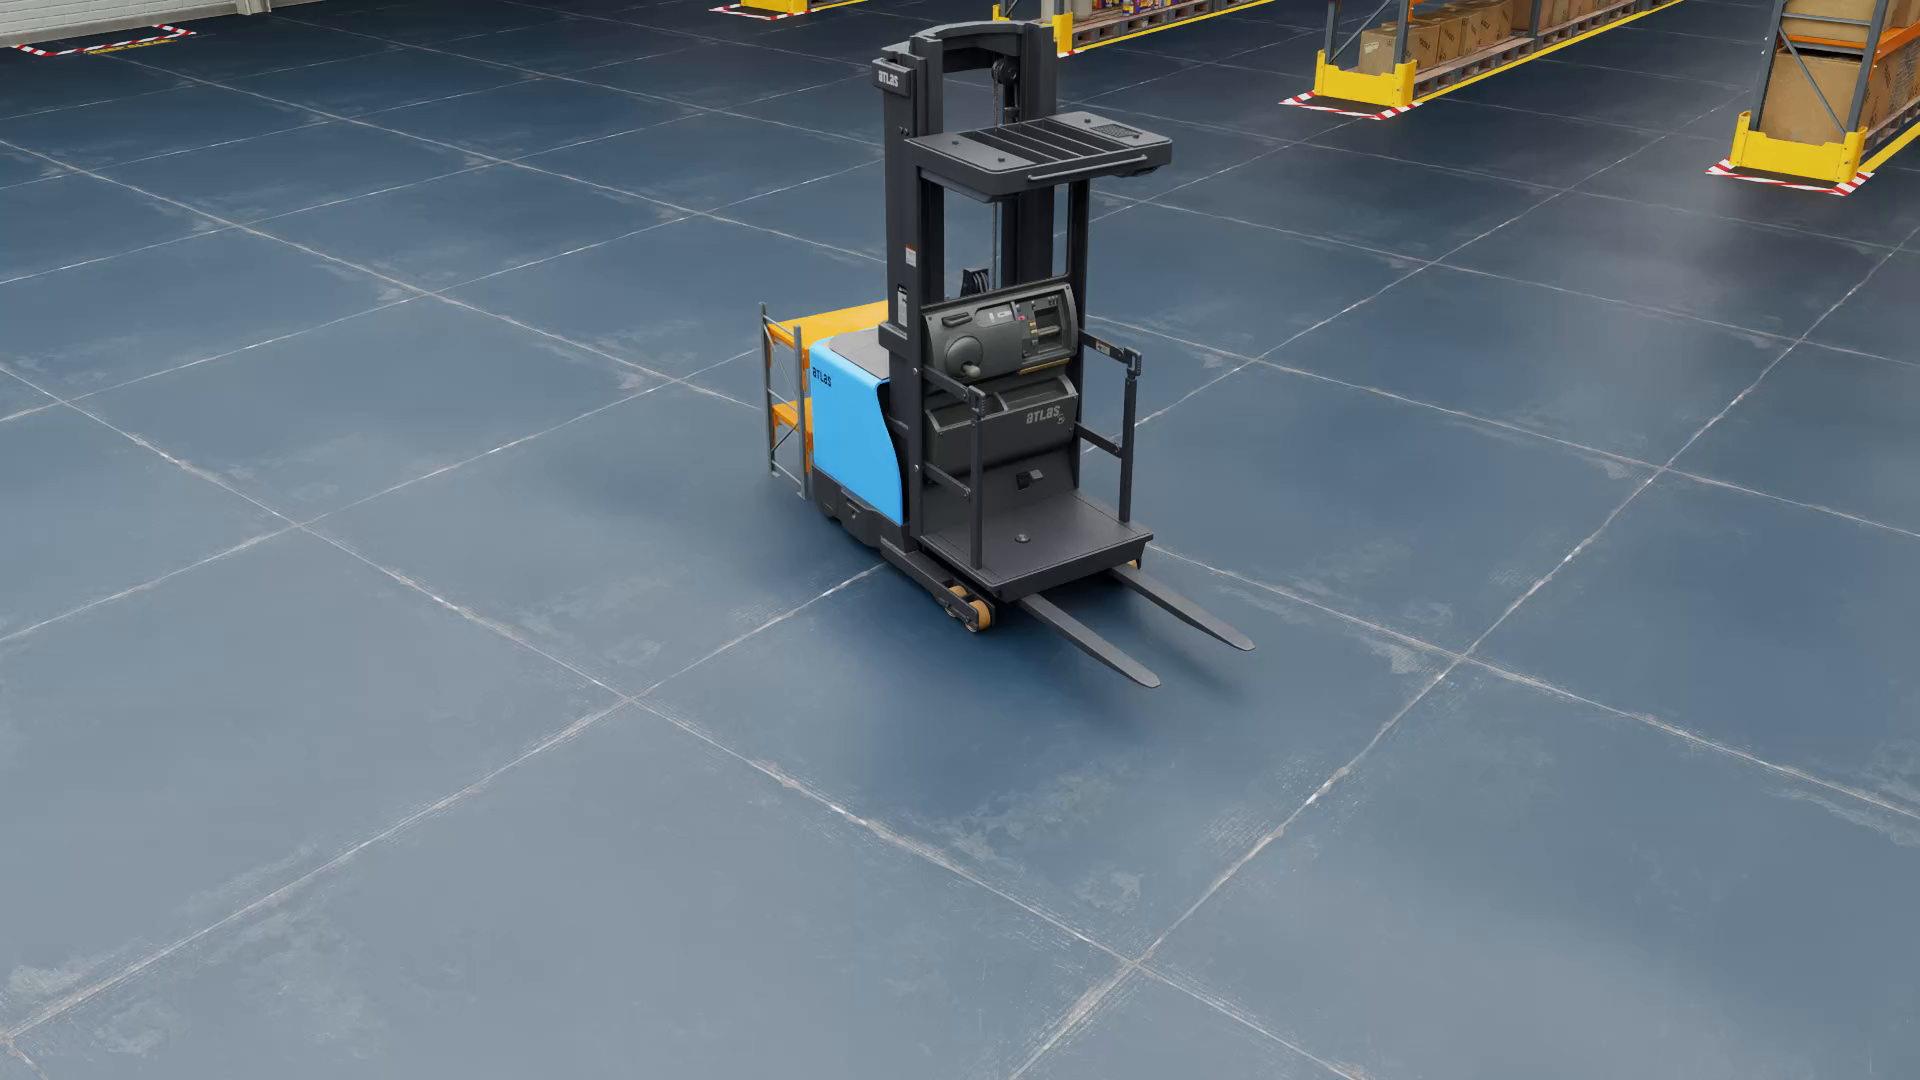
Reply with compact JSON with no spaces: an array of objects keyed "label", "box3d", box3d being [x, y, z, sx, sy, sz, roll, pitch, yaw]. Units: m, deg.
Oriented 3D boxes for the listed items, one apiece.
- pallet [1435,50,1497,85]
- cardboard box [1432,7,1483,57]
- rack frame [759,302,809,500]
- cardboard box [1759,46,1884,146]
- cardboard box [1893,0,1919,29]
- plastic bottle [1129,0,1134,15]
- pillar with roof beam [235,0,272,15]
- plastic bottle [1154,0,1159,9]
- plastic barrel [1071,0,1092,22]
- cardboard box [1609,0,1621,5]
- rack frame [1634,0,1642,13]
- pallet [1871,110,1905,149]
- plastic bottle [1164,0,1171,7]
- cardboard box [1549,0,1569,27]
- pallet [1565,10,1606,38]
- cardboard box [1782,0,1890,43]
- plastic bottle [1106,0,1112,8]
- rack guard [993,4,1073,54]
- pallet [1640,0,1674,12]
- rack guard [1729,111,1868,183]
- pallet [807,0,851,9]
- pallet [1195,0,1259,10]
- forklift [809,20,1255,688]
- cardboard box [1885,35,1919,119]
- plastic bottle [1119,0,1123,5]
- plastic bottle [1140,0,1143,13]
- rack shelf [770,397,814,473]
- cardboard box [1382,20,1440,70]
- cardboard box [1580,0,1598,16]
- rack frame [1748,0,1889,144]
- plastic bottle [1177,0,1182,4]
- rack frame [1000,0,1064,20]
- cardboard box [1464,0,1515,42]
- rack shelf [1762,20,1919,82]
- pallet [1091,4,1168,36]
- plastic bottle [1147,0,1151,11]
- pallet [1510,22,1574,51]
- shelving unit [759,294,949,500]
[{"label":"pallet","box3d":[6.165,-6.121,21.352,1.003,0.211,1.213,21,34,34]},{"label":"cardboard box","box3d":[6.363,-6.540,21.391,0.500,0.500,0.500,17,32,30]},{"label":"rack frame","box3d":[-1.075,-0.844,10.158,0.032,1.125,0.500,-16,31,-28]},{"label":"cardboard box","box3d":[8.940,-4.641,17.312,0.875,0.875,0.875,21,34,35]},{"label":"cardboard box","box3d":[9.547,-5.713,17.366,0.875,0.550,0.550,21,34,34]},{"label":"plastic bottle","box3d":[2.434,-7.612,23.767,0.097,0.201,0.097,0,27,0]},{"label":"pillar with roof beam","box3d":[-7.387,-10.747,20.731,9.100,9.000,0.400,21,34,34]},{"label":"plastic bottle","box3d":[2.844,-7.841,24.209,0.097,0.201,0.097,0,27,0]},{"label":"plastic barrel","box3d":[1.653,-7.586,23.401,0.421,0.512,0.421,0,27,0]},{"label":"cardboard box","box3d":[9.474,-8.302,24.775,0.700,0.500,0.500,19,33,32]},{"label":"rack frame","box3d":[9.885,-9.460,24.773,1.000,3.000,0.127,21,34,34]},{"label":"pallet","box3d":[9.784,-4.637,18.484,1.003,0.211,1.213,21,34,34]},{"label":"plastic bottle","box3d":[3.004,-8.013,24.380,0.144,0.351,0.185,21,34,34]},{"label":"cardboard box","box3d":[8.066,-7.502,23.229,0.700,0.500,0.500,21,34,34]},{"label":"pallet","box3d":[8.611,-7.515,24.046,1.003,0.211,1.213,21,34,34]},{"label":"cardboard box","box3d":[8.761,-5.350,16.664,0.875,0.550,0.550,21,34,34]},{"label":"plastic bottle","box3d":[2.182,-7.904,24.331,0.097,0.201,0.097,0,27,0]},{"label":"rack guard","box3d":[0.987,-7.002,22.741,1.175,0.500,0.348,21,34,34]},{"label":"pallet","box3d":[10.445,-8.479,25.911,1.003,0.211,1.213,21,34,34]},{"label":"rack guard","box3d":[8.544,-4.020,16.976,1.175,0.500,0.348,21,34,34]},{"label":"pallet","box3d":[-2.391,-8.565,26.077,1.003,0.211,1.213,21,34,34]},{"label":"pallet","box3d":[3.988,-8.541,26.030,1.003,0.211,1.213,21,34,34]},{"label":"forklift","box3d":[0.346,-1.064,8.617,1.130,2.935,3.031,-17,32,-30]},{"label":"cardboard box","box3d":[10.079,-5.276,18.540,0.875,0.875,0.875,21,34,35]},{"label":"plastic bottle","box3d":[2.425,-8.058,24.548,0.152,0.276,0.135,21,34,34]},{"label":"plastic bottle","box3d":[2.586,-7.728,23.915,0.097,0.271,0.097,0,27,0]},{"label":"rack shelf","box3d":[-0.645,-0.752,10.511,1.000,0.278,0.538,-16,31,-28]},{"label":"cardboard box","box3d":[5.560,-6.139,20.615,0.500,0.500,0.500,-18,32,-31]},{"label":"cardboard box","box3d":[8.776,-7.899,23.996,0.700,0.500,0.500,24,36,38]},{"label":"rack frame","box3d":[8.560,-5.139,16.418,1.000,3.000,0.127,21,34,34]},{"label":"plastic bottle","box3d":[3.210,-8.128,24.601,0.144,0.351,0.185,19,33,32]},{"label":"rack frame","box3d":[0.975,-8.072,22.088,1.000,3.000,0.127,21,34,34]},{"label":"cardboard box","box3d":[7.056,-6.988,22.258,0.500,0.500,0.500,20,33,33]},{"label":"rack shelf","box3d":[9.832,-5.528,17.954,1.077,0.370,4.000,21,34,34]},{"label":"pallet","box3d":[2.284,-7.591,24.193,1.003,0.211,1.213,21,34,34]},{"label":"plastic bottle","box3d":[2.713,-7.768,24.068,0.097,0.201,0.097,0,27,0]},{"label":"pallet","box3d":[7.835,-7.080,23.206,1.003,0.211,1.213,21,34,34]},{"label":"shelving unit","box3d":[-0.645,-0.969,10.399,1.048,1.125,0.538,-16,31,-28]}]
